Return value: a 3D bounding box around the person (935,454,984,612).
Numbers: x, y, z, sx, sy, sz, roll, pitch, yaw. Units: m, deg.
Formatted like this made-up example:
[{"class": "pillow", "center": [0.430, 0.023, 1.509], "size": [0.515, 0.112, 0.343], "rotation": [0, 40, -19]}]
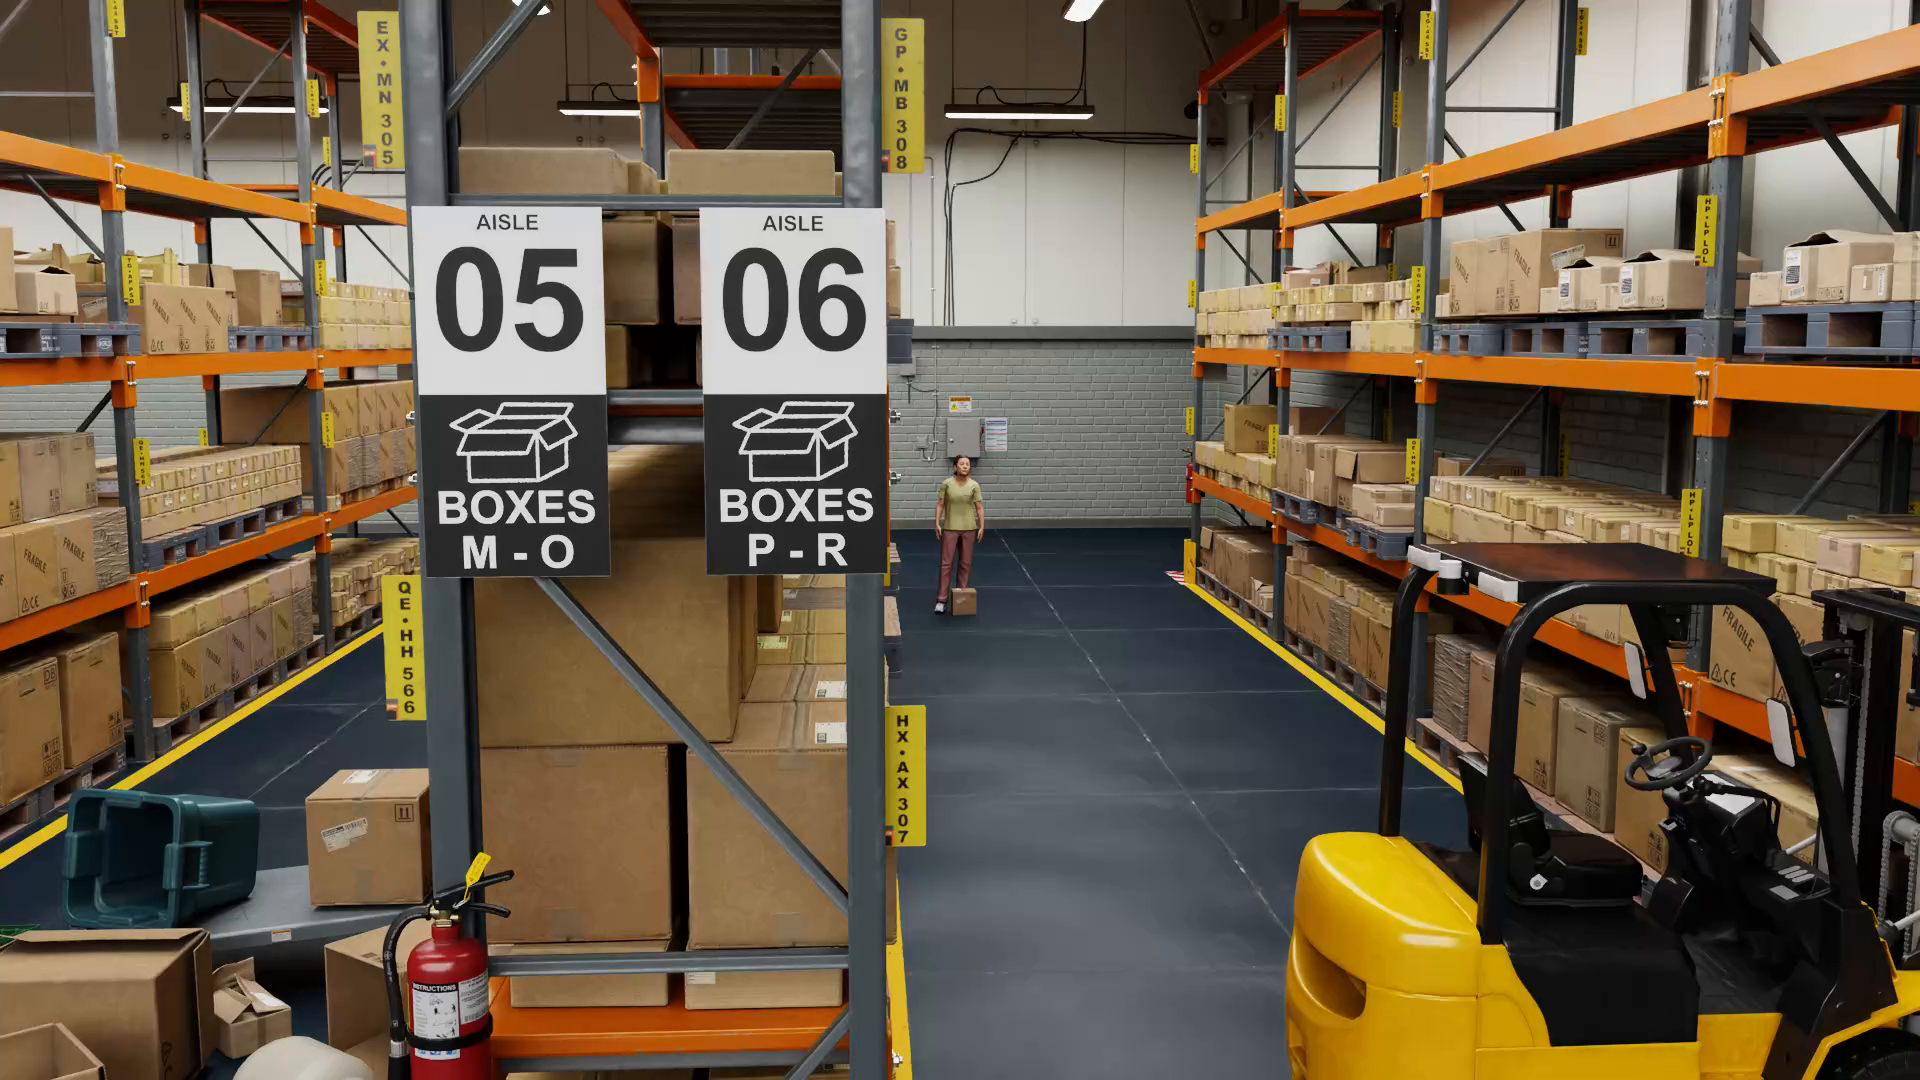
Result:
[{"class": "person", "center": [-0.008, -0.083, 17.869], "size": [0.555, 1.675, 0.549], "rotation": [0, 7, -4]}]
